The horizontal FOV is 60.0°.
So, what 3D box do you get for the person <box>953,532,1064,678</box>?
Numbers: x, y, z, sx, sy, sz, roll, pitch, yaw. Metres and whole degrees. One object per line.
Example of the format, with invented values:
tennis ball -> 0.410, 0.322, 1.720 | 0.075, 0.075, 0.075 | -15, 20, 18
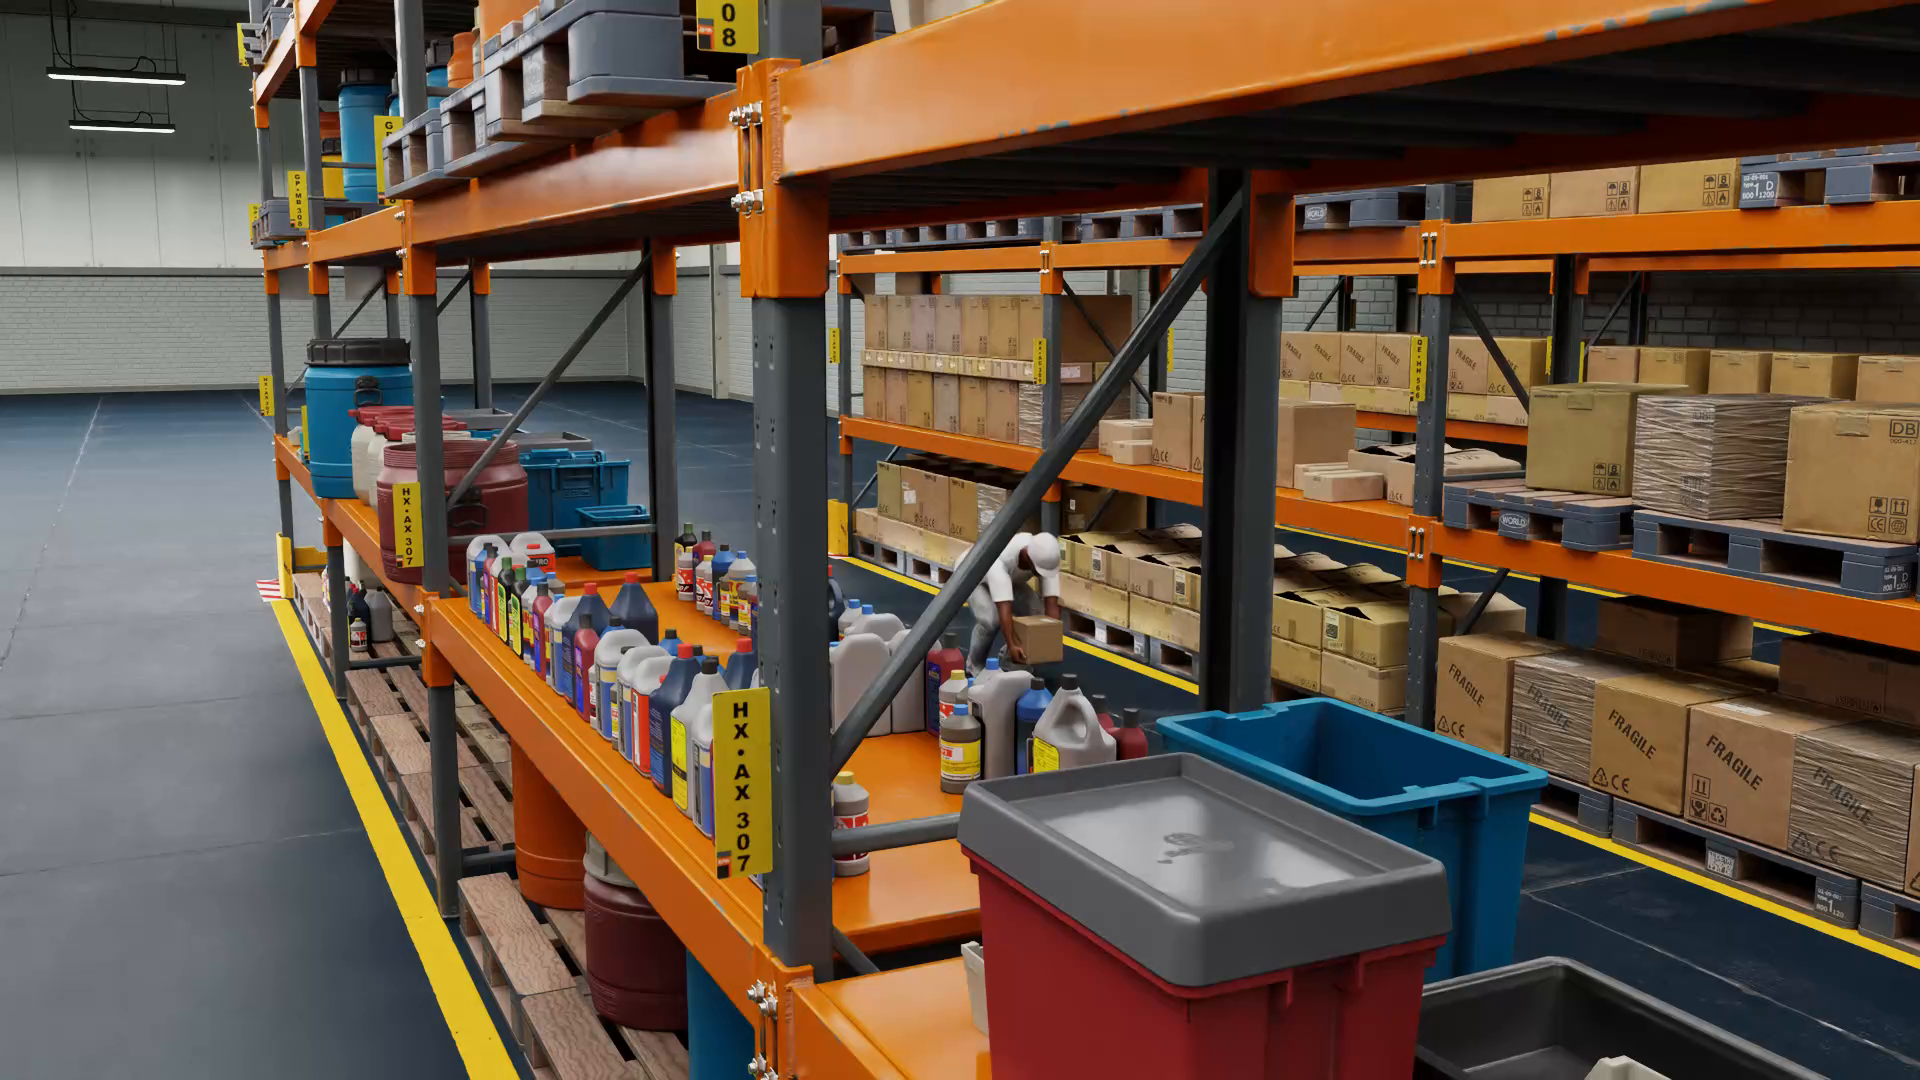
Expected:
person -> 0.338, 0.403, 10.642 | 0.526, 1.006, 0.948 | -5, 10, -29
